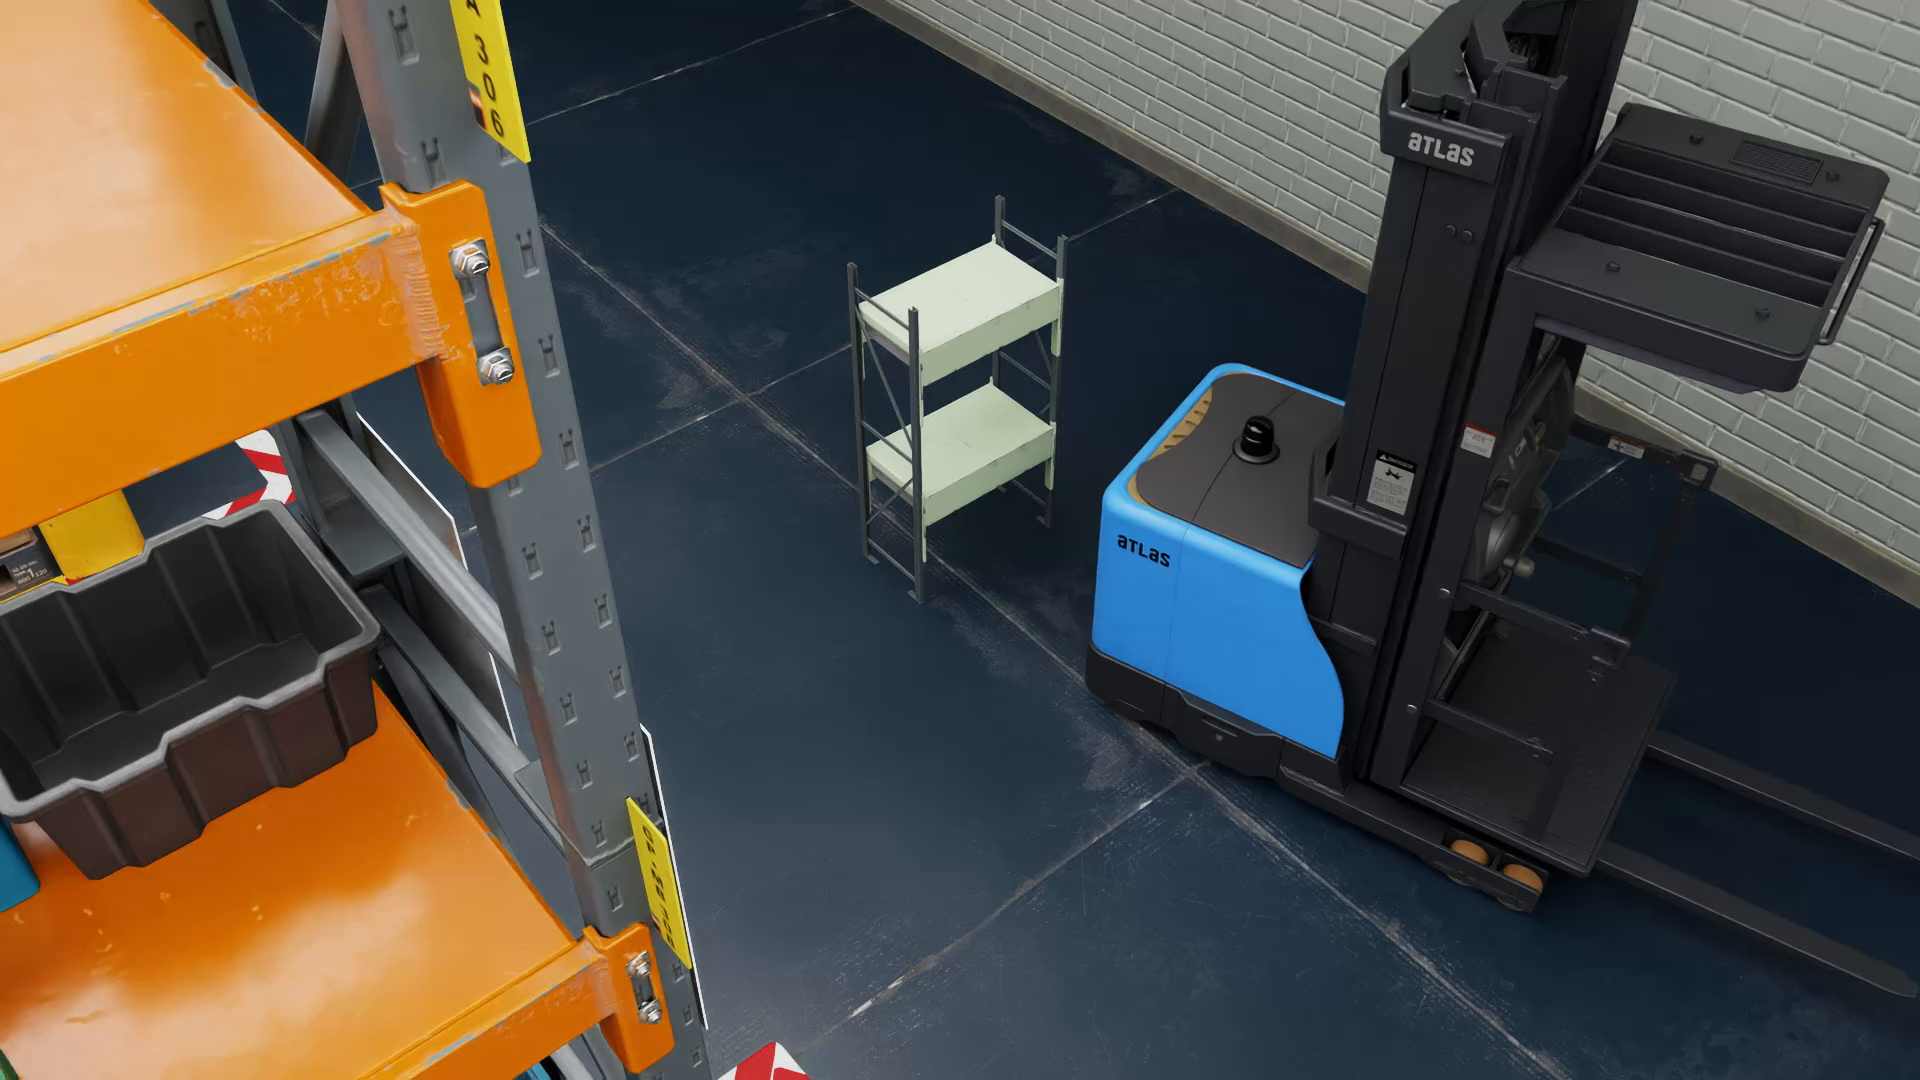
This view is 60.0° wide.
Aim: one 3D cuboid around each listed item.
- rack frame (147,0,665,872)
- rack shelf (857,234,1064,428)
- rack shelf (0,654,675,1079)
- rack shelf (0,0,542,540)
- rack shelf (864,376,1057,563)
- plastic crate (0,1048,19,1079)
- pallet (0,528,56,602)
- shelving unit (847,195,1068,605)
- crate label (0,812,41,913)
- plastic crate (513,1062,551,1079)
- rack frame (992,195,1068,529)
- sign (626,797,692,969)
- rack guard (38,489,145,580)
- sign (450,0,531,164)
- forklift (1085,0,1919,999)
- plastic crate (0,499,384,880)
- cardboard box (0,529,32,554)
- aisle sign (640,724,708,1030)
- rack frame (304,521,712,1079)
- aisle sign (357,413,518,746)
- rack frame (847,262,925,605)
[{"bbox_3d":[-0.808,-0.903,1.691,0.127,3.000,1.000,-30,51,-28],"label":"rack frame"},{"bbox_3d":[-0.005,-0.828,6.520,0.720,0.370,0.431,-30,51,-28],"label":"rack shelf"},{"bbox_3d":[-2.342,1.332,2.029,4.000,0.370,1.077,-30,51,-28],"label":"rack shelf"},{"bbox_3d":[-2.342,0.384,1.139,4.000,0.370,1.077,-30,51,-28],"label":"rack shelf"},{"bbox_3d":[-0.005,-0.306,7.010,0.720,0.370,0.431,-30,51,-28],"label":"rack shelf"},{"bbox_3d":[-1.381,0.851,2.170,0.336,0.188,0.450,-30,51,-28],"label":"plastic crate"},{"bbox_3d":[-4.652,0.082,7.062,1.213,0.211,1.003,-30,51,-28],"label":"pallet"},{"bbox_3d":[-0.005,-0.544,6.787,0.755,1.500,0.431,-30,51,-28],"label":"shelving unit"},{"bbox_3d":[-1.723,0.481,2.518,0.502,0.251,0.408,-30,51,-28],"label":"crate label"},{"bbox_3d":[-0.945,1.495,3.451,0.499,0.435,0.616,-30,51,-28],"label":"plastic crate"},{"bbox_3d":[0.276,-0.705,6.958,0.023,1.500,0.400,-30,51,-28],"label":"rack frame"},{"bbox_3d":[-0.443,0.511,2.454,0.005,0.325,0.100,-30,51,-28],"label":"sign"},{"bbox_3d":[-4.041,-0.374,7.337,0.348,0.500,1.175,-30,51,-28],"label":"rack guard"},{"bbox_3d":[-0.443,-0.503,1.502,0.005,0.325,0.100,-30,51,-28],"label":"sign"},{"bbox_3d":[2.010,-0.174,5.348,3.031,2.935,1.130,24,48,23],"label":"forklift"},{"bbox_3d":[-1.282,0.261,2.739,0.590,0.269,0.497,-30,51,-28],"label":"plastic crate"},{"bbox_3d":[-4.242,-0.199,6.830,0.500,0.500,0.500,-30,51,-28],"label":"cardboard box"},{"bbox_3d":[-0.565,0.459,2.725,0.004,0.787,0.394,-30,51,-28],"label":"aisle sign"},{"bbox_3d":[-0.808,1.284,3.745,0.127,3.000,1.000,-30,51,-28],"label":"rack frame"},{"bbox_3d":[-0.943,0.149,3.055,0.004,0.787,0.394,-30,51,-28],"label":"aisle sign"},{"bbox_3d":[-0.286,-0.383,6.616,0.023,1.500,0.400,-30,51,-28],"label":"rack frame"}]
